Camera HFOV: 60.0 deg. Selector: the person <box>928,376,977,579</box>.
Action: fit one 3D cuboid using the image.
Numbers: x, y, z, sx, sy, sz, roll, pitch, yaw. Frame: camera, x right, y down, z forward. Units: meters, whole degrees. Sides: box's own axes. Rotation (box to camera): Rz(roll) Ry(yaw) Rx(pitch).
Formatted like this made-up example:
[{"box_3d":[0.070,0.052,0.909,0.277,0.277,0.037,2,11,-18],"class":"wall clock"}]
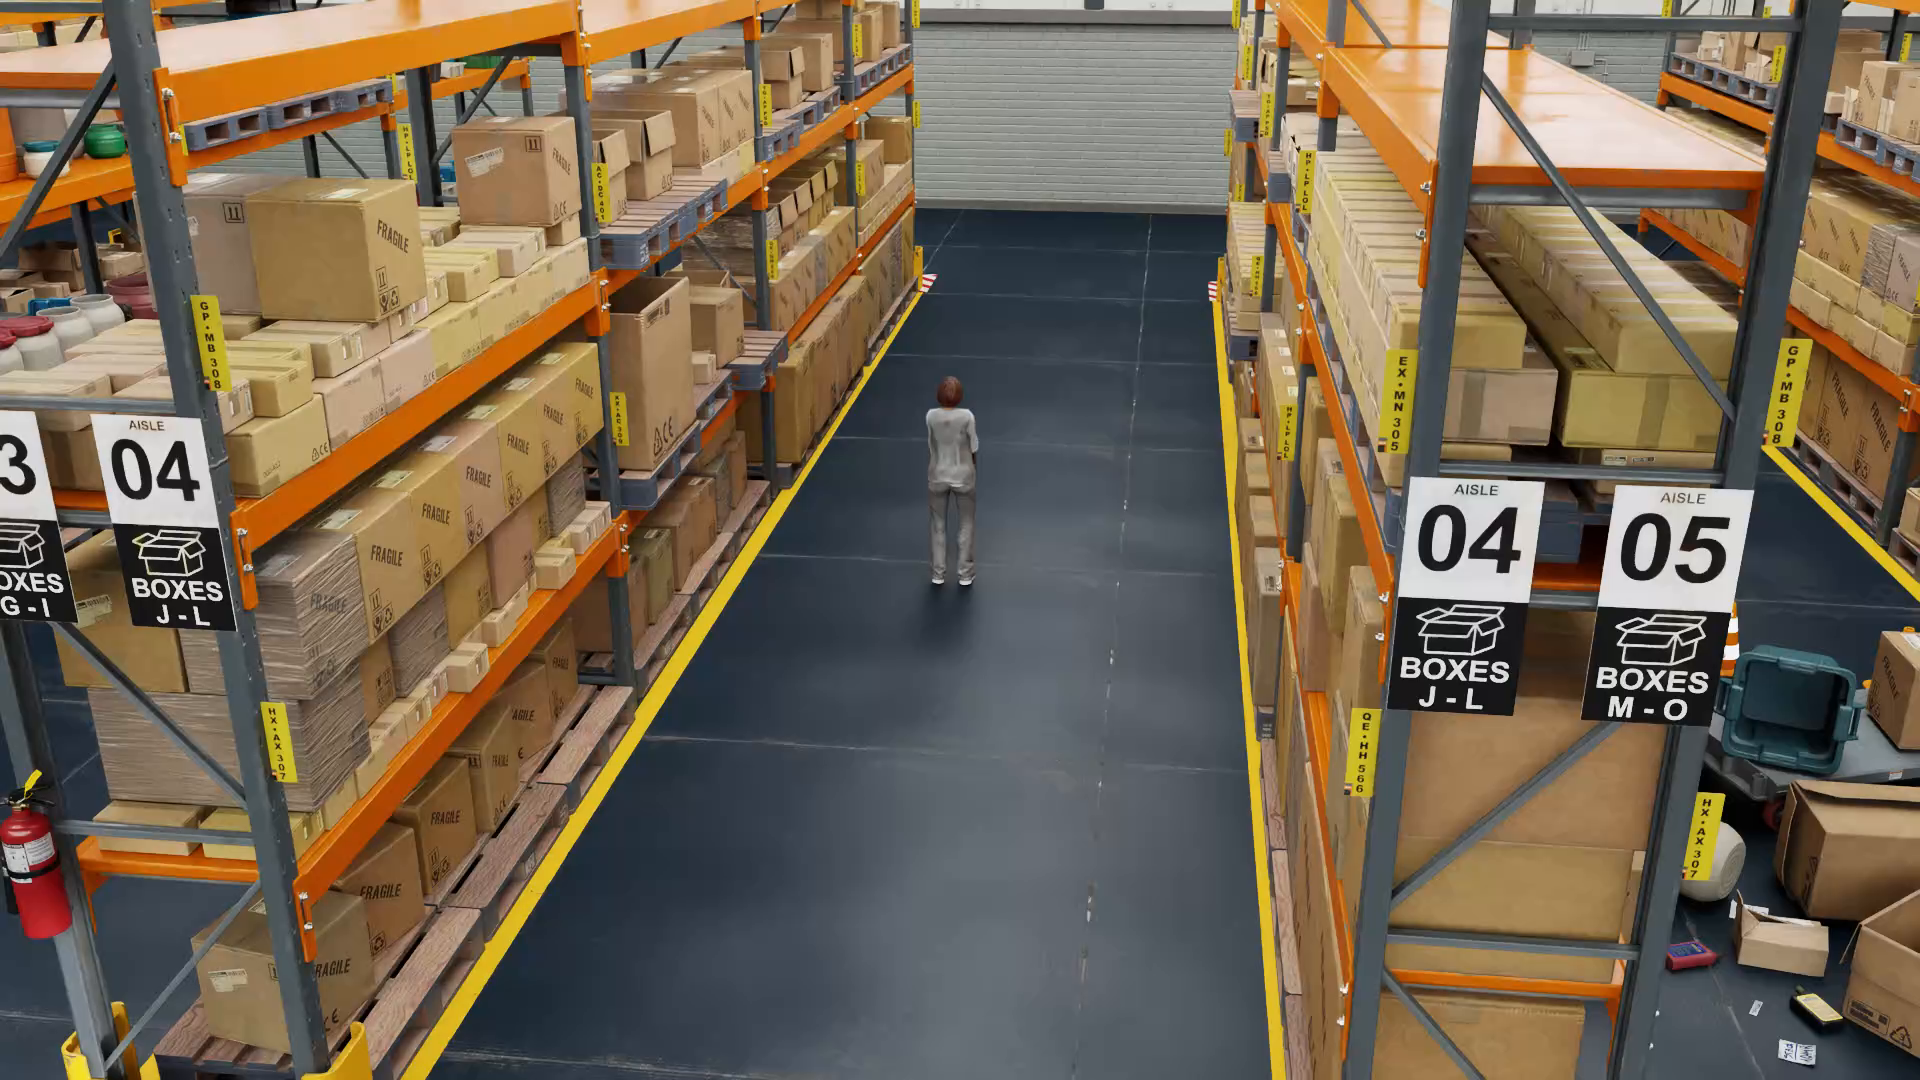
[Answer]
[{"box_3d":[-0.052,-0.494,12.263,0.358,1.528,0.496,2,22,6],"class":"person"}]
